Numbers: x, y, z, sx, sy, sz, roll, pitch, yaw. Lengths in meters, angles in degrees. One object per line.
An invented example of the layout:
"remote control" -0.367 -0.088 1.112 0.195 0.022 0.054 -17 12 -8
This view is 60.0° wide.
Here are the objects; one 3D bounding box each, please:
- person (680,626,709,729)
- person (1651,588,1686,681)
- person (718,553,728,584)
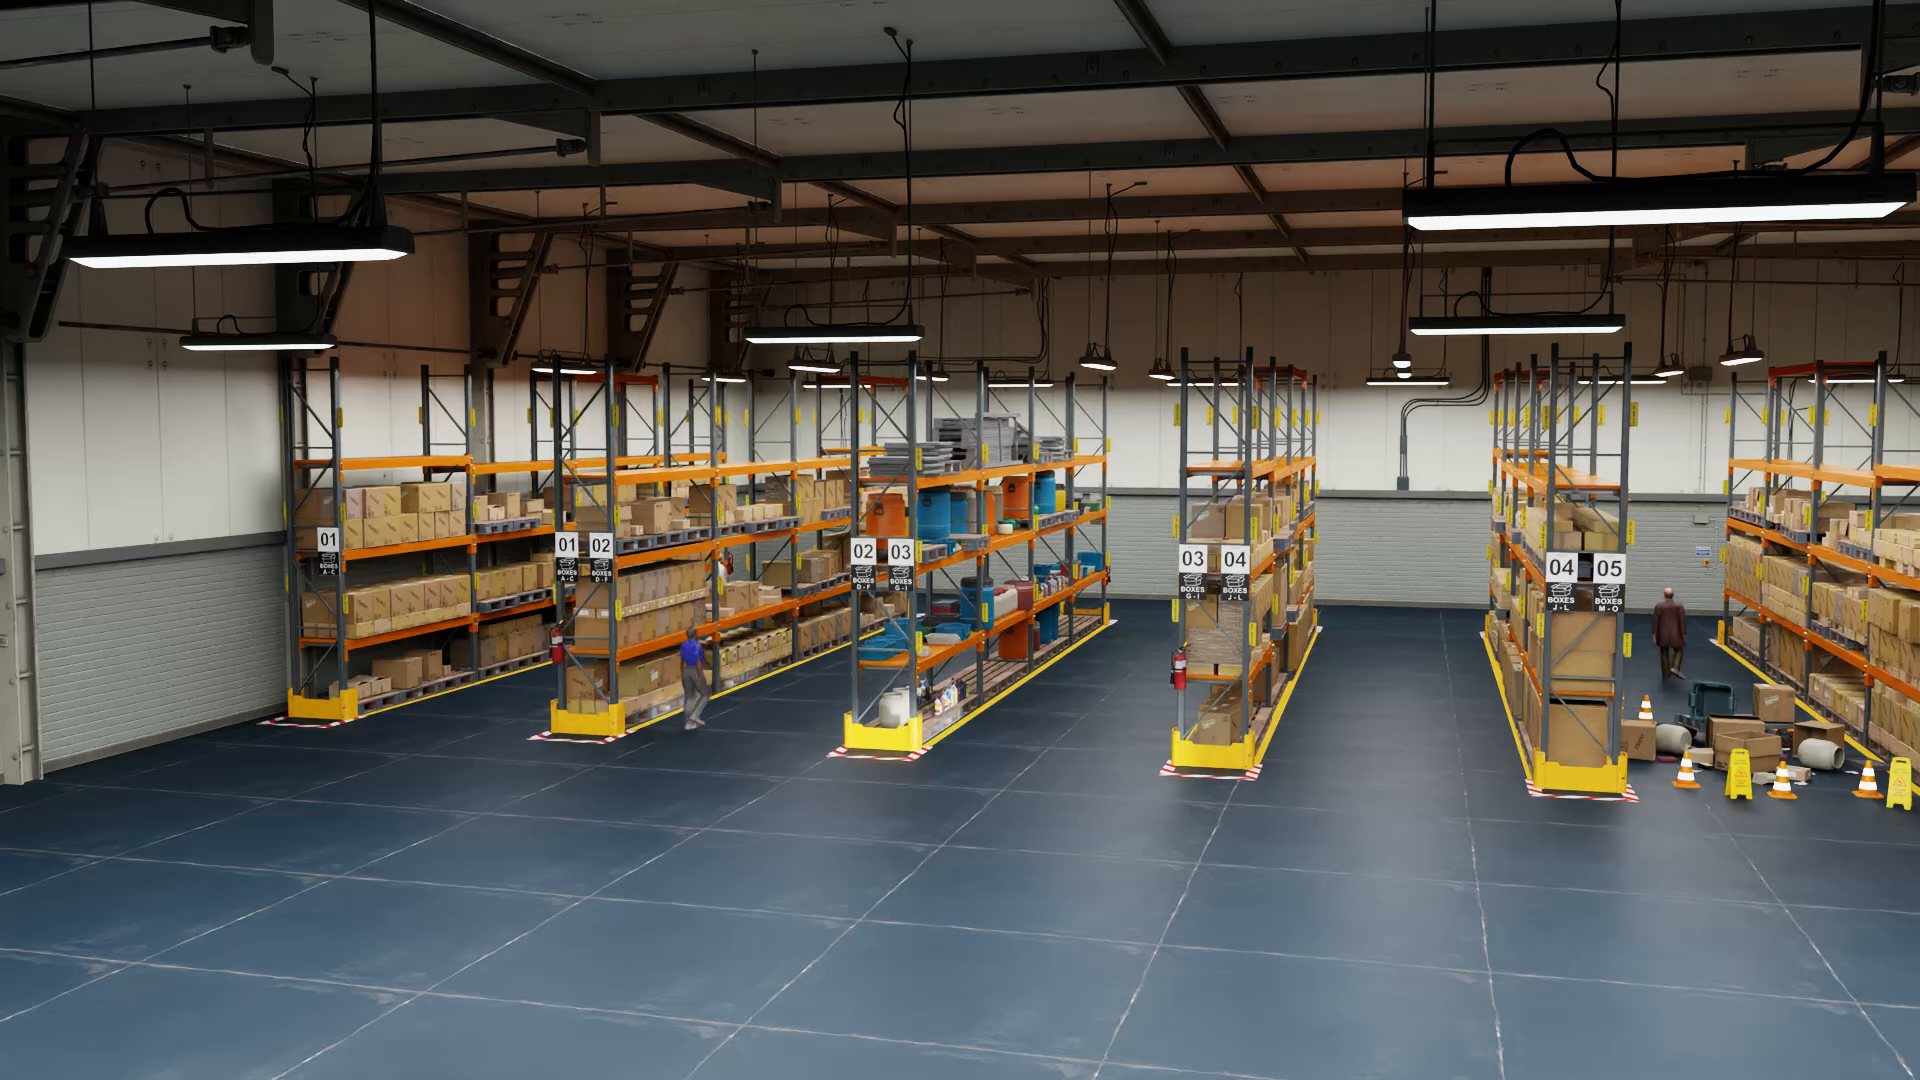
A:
"person" -4.302 2.211 26.737 0.509 1.646 0.457 2 5 23
"person" 13.471 1.799 31.590 0.626 1.777 0.587 2 5 21
"person" -5.737 1.212 39.537 0.564 1.779 0.627 -2 5 -29
